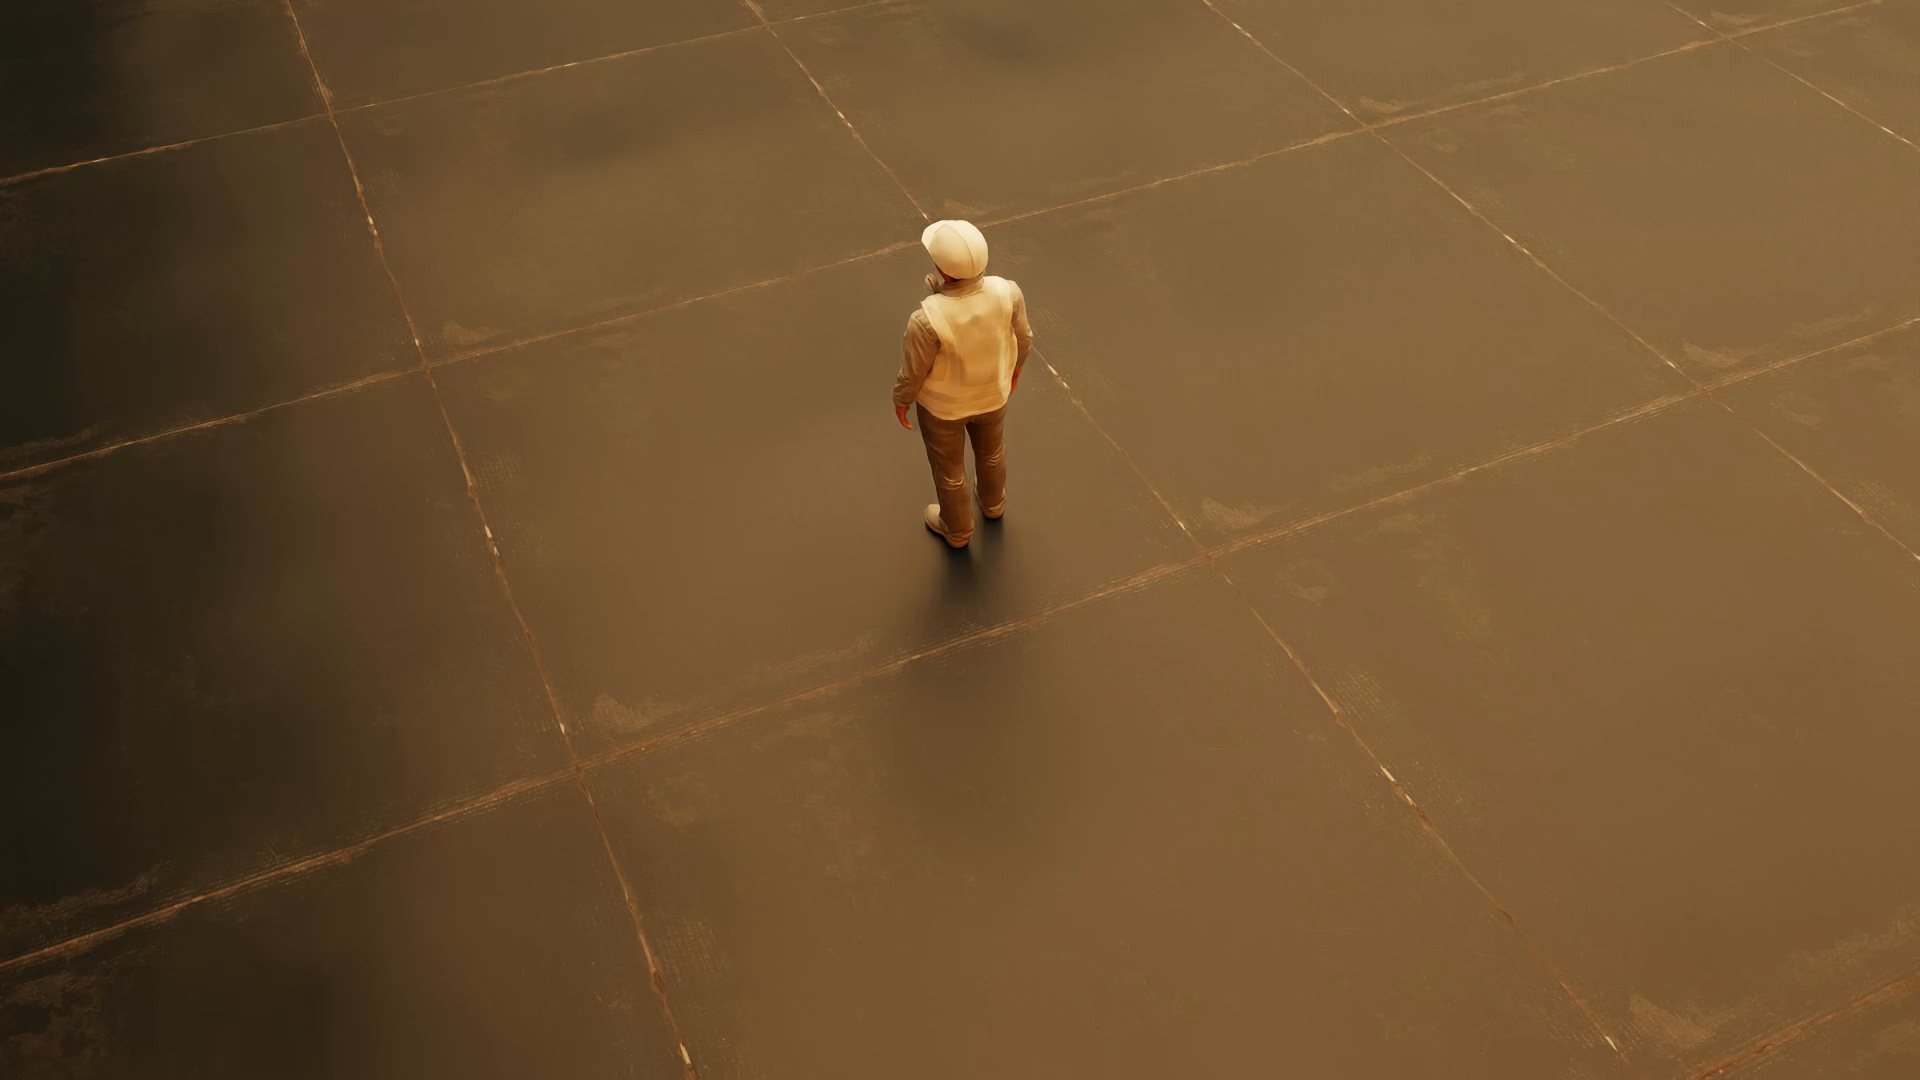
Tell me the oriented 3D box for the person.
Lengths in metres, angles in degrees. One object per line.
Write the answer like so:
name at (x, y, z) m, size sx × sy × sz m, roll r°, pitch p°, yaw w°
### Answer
person at (-0.019, -0.695, 7.261) m, size 0.632 × 1.773 × 0.568 m, roll -18°, pitch 46°, yaw -18°
